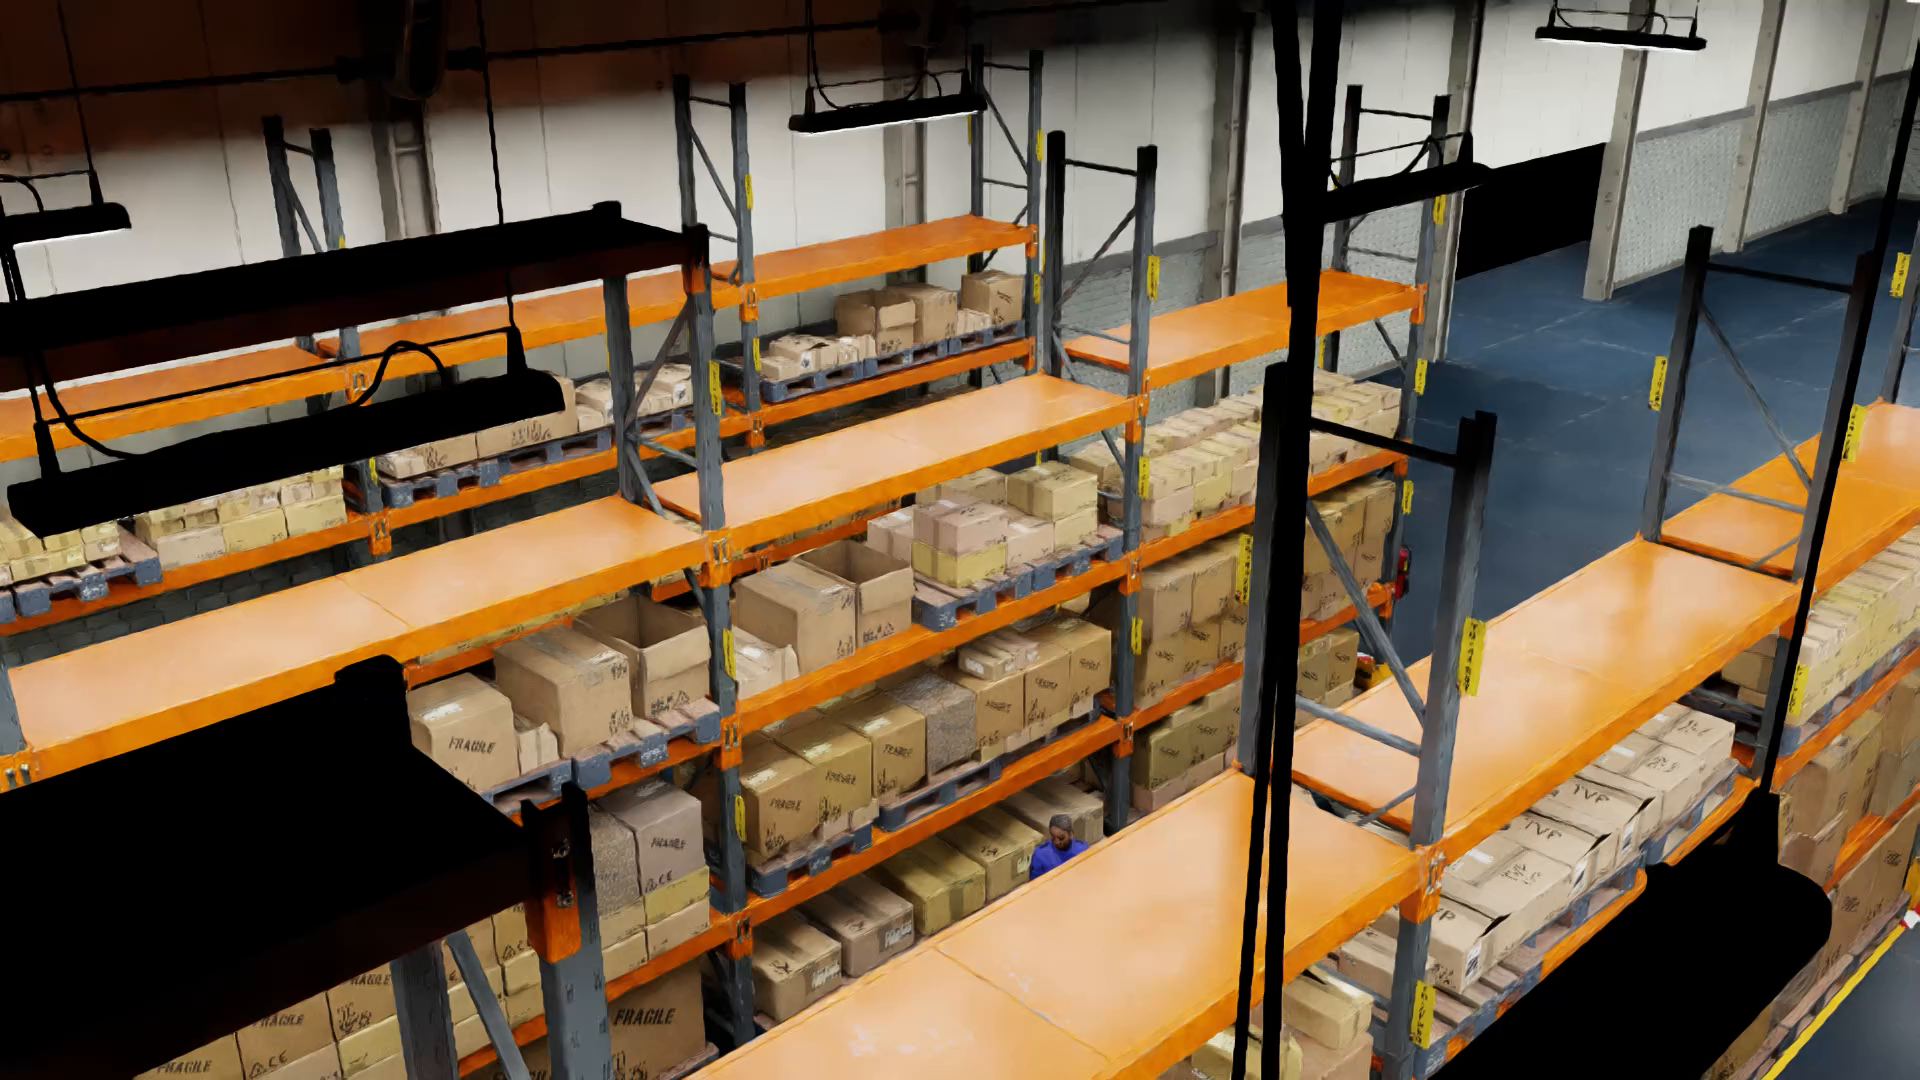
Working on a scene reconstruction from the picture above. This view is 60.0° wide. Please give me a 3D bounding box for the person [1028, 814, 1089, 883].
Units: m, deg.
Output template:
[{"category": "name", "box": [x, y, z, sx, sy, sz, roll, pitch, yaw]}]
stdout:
[{"category": "person", "box": [0.731, 2.714, 12.092, 0.574, 1.652, 0.543, -7, 24, -17]}]
